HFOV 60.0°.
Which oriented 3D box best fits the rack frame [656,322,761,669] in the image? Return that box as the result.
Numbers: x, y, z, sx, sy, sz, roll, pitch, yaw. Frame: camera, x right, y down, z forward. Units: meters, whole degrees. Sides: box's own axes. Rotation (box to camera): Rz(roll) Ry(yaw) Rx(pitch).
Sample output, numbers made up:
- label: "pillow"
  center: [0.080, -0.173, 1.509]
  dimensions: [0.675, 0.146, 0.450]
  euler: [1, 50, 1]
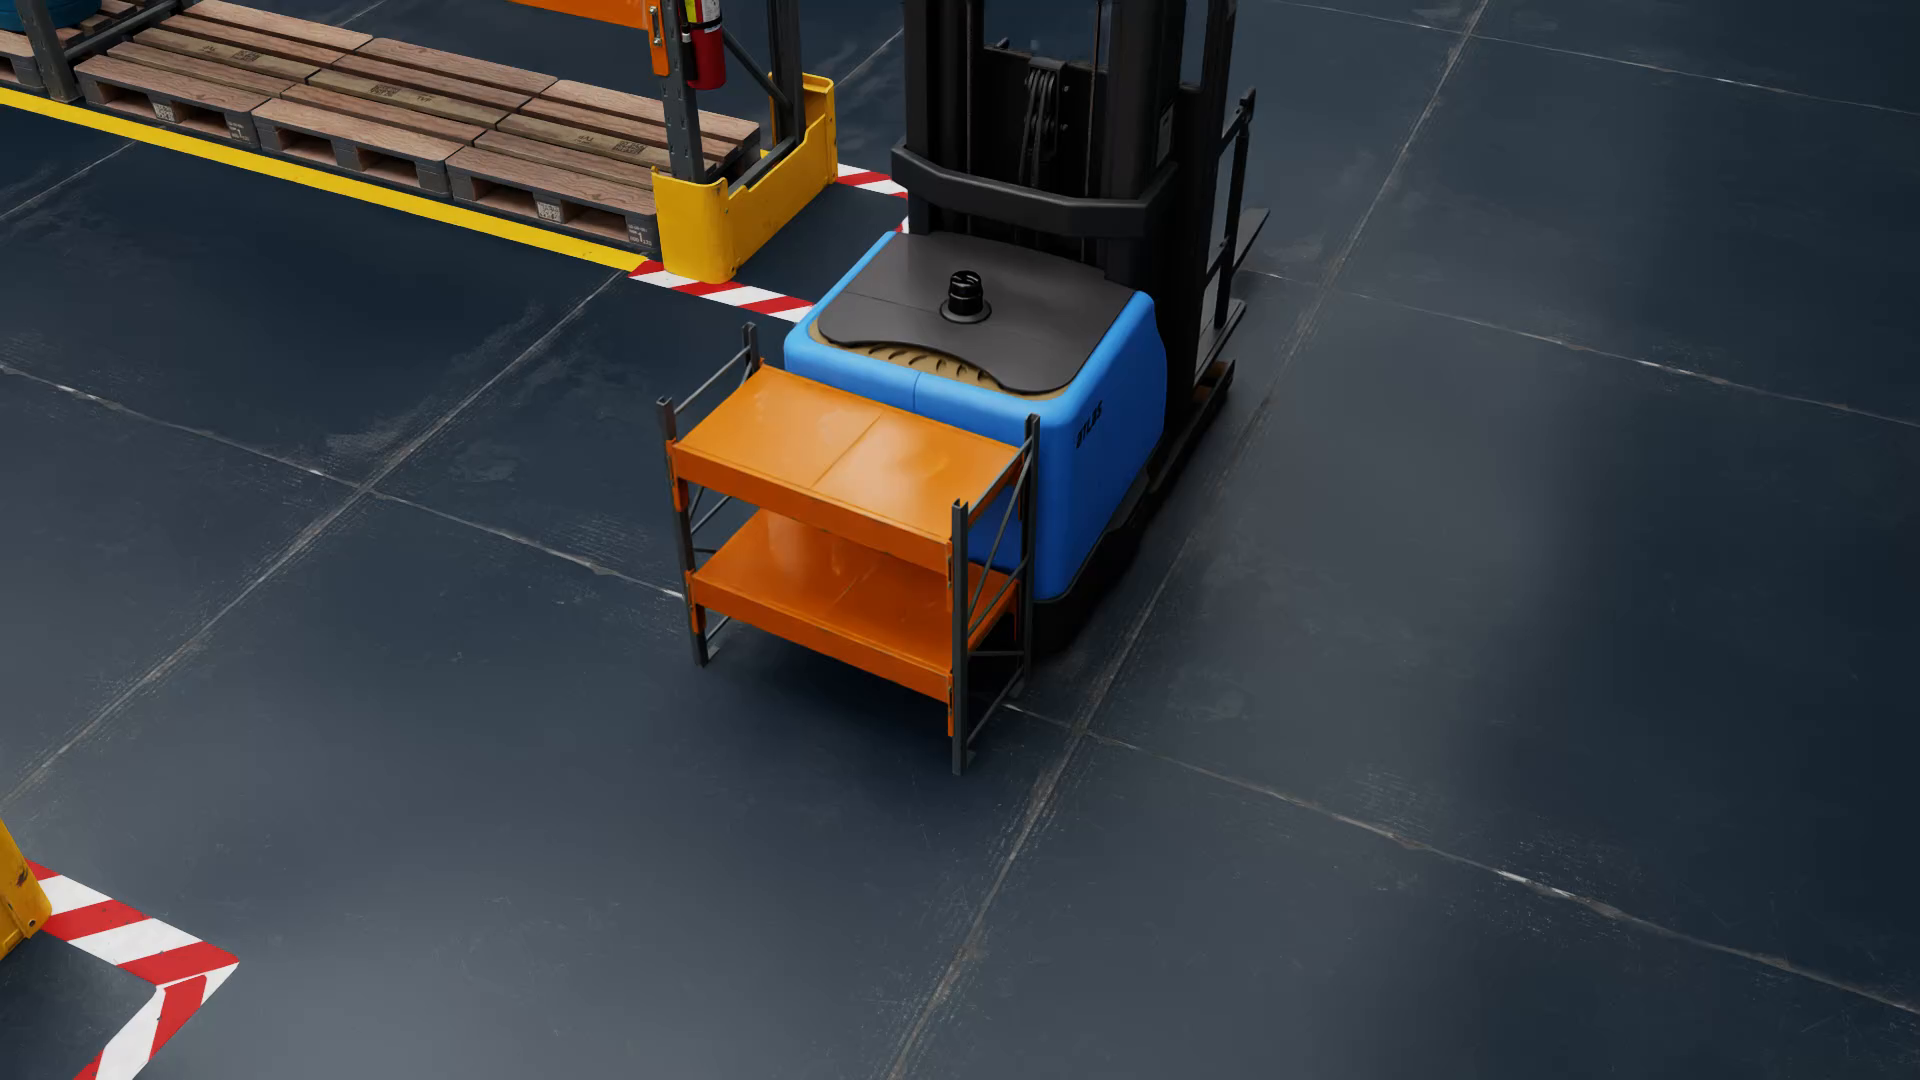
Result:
- label: "rack frame"
  center: [-0.785, -0.128, 5.539]
  dimensions: [0.032, 1.125, 0.500]
  euler: [20, 45, 21]

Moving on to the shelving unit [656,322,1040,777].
- label: "shelving unit"
  center: [-0.339, 0.031, 5.355]
  dimensions: [1.048, 1.125, 0.538]
  euler: [20, 45, 21]

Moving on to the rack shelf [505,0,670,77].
- label: "rack shelf"
  center: [-2.832, -2.962, 7.926]
  dimensions: [4.000, 0.370, 1.077]
  euler: [17, 44, 19]

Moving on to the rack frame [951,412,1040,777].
- label: "rack frame"
  center: [0.108, 0.190, 5.172]
  dimensions: [0.032, 1.125, 0.500]
  euler: [20, 45, 21]

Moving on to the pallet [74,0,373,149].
- label: "pallet"
  center: [-3.962, -2.553, 9.035]
  dimensions: [1.213, 0.211, 1.003]
  euler: [17, 44, 19]

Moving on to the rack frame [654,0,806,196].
- label: "rack frame"
  center: [-1.020, -2.680, 7.052]
  dimensions: [0.127, 3.000, 1.000]
  euler: [17, 44, 19]

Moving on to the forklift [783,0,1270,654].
- label: "forklift"
  center: [0.489, -1.684, 5.955]
  dimensions: [1.130, 2.935, 3.031]
  euler: [17, 44, 19]

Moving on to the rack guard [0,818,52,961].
- label: "rack guard"
  center: [-3.092, 1.211, 4.471]
  dimensions: [0.348, 0.500, 1.175]
  euler: [17, 44, 19]

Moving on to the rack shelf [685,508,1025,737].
- label: "rack shelf"
  center: [-0.339, 0.216, 5.515]
  dimensions: [1.000, 0.278, 0.538]
  euler: [20, 45, 21]

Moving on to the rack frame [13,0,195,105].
- label: "rack frame"
  center: [-4.645, -3.788, 8.330]
  dimensions: [0.127, 3.000, 1.000]
  euler: [17, 44, 19]

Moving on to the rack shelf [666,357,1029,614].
- label: "rack shelf"
  center: [-0.339, -0.190, 5.164]
  dimensions: [1.000, 0.278, 0.538]
  euler: [20, 45, 21]

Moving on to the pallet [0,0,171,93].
- label: "pallet"
  center: [-5.326, -2.972, 9.518]
  dimensions: [1.213, 0.211, 1.003]
  euler: [17, 44, 19]

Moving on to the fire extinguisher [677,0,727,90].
- label: "fire extinguisher"
  center: [-1.075, -2.198, 6.840]
  dimensions: [0.183, 0.674, 0.296]
  euler: [17, 44, 19]

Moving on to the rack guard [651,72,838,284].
- label: "rack guard"
  center: [-0.992, -1.737, 7.872]
  dimensions: [0.348, 0.500, 1.175]
  euler: [17, 44, 19]

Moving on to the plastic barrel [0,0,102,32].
- label: "plastic barrel"
  center: [-5.130, -3.314, 9.065]
  dimensions: [0.708, 0.901, 0.600]
  euler: [17, 44, 19]

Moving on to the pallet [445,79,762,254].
- label: "pallet"
  center: [-1.751, -1.878, 8.255]
  dimensions: [1.213, 0.211, 1.003]
  euler: [17, 44, 19]

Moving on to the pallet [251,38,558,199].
- label: "pallet"
  center: [-2.852, -2.216, 8.646]
  dimensions: [1.213, 0.211, 1.003]
  euler: [17, 44, 19]
